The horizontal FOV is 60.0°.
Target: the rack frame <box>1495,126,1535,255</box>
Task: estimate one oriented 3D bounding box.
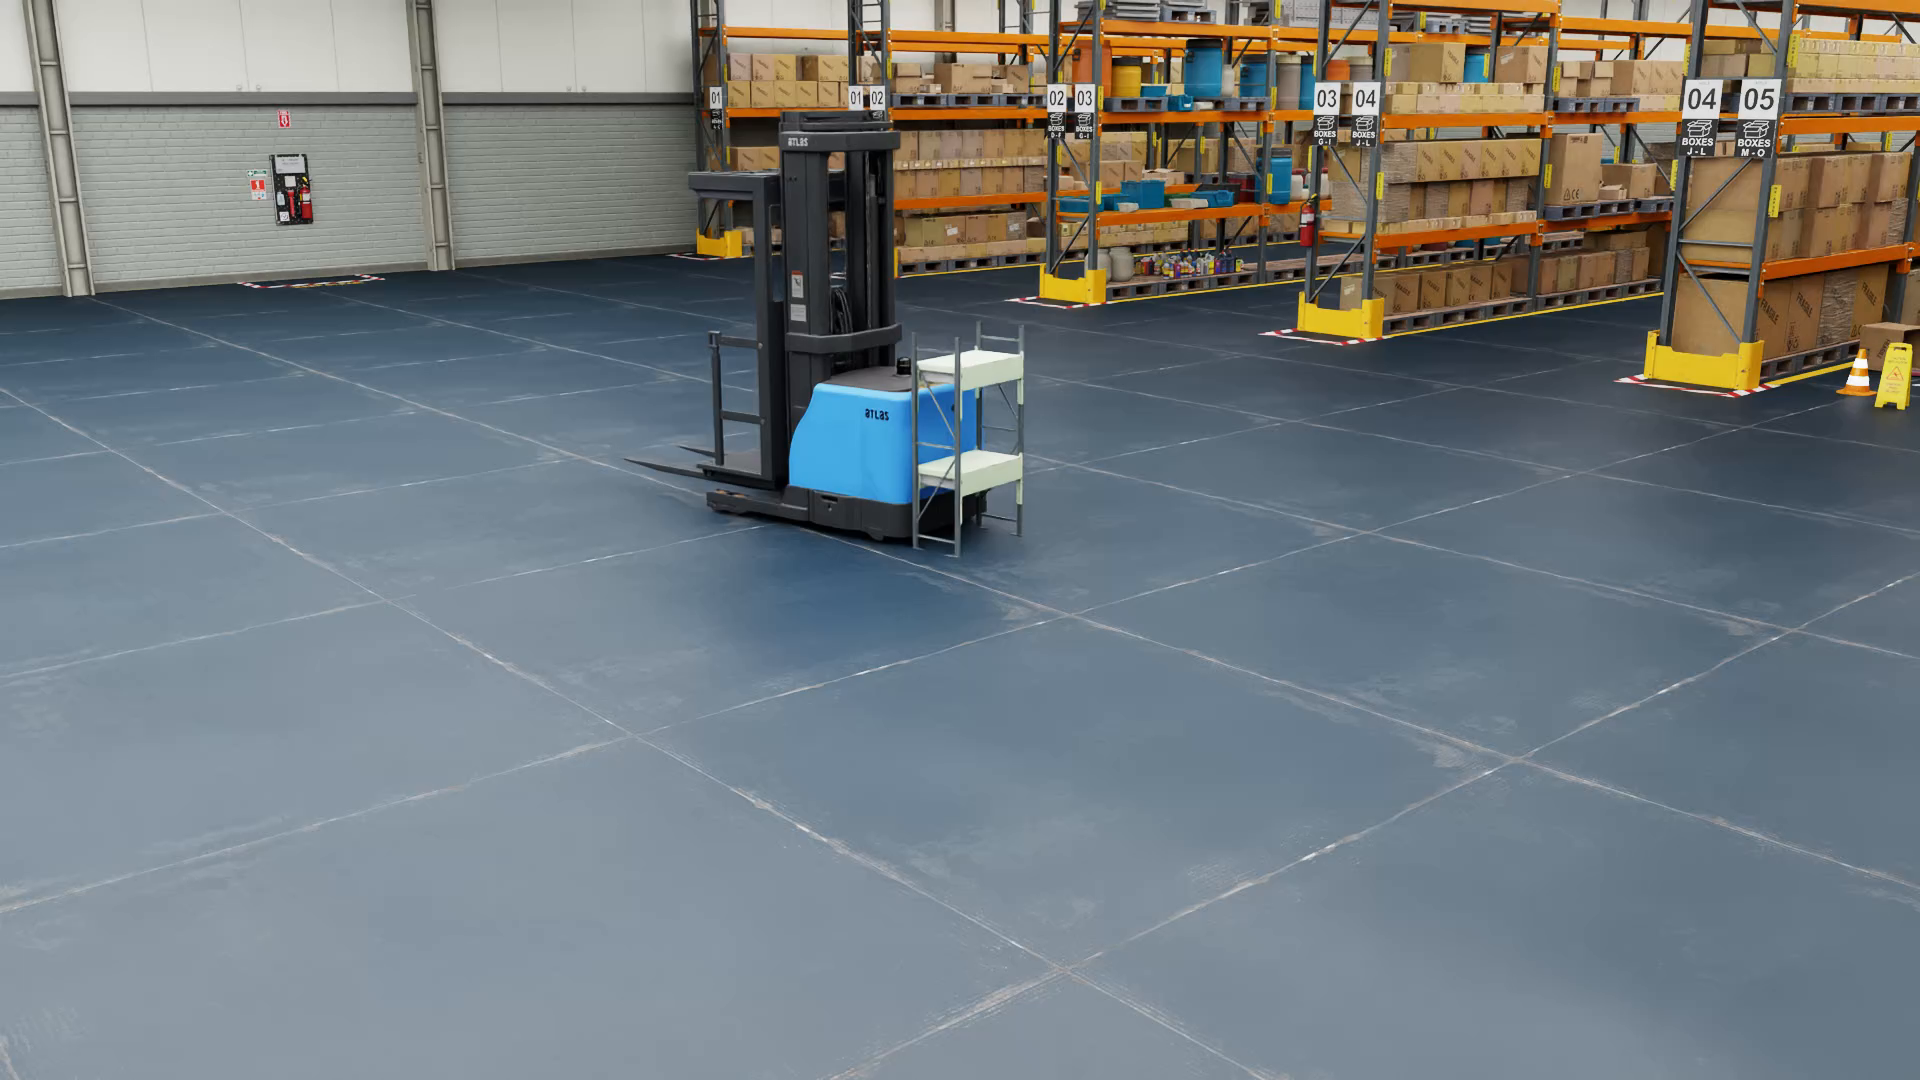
[{"bbox_3d":[10.754,-7.166,32.765,0.127,3.000,1.000,-13,19,-39],"label":"rack frame"}]

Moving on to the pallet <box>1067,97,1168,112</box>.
[{"bbox_3d":[2.390,-6.612,25.245,1.213,0.211,1.003,-13,19,-39],"label":"pallet"}]

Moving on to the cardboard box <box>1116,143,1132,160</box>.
[{"bbox_3d":[3.690,-9.081,39.124,0.500,0.500,0.500,-12,19,-39],"label":"cardboard box"}]

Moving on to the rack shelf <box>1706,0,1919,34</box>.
[{"bbox_3d":[9.642,-5.883,18.504,4.000,0.370,1.077,-13,19,-39],"label":"rack shelf"}]

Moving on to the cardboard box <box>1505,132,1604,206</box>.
[{"bbox_3d":[8.662,-5.447,24.352,1.000,1.000,1.000,-12,19,-39],"label":"cardboard box"}]

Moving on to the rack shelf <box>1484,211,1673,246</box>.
[{"bbox_3d":[9.479,-4.838,25.443,4.000,0.370,1.077,-13,19,-39],"label":"rack shelf"}]

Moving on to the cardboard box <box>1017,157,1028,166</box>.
[{"bbox_3d":[1.022,-6.963,30.555,0.250,0.149,0.380,-13,20,-41],"label":"cardboard box"}]

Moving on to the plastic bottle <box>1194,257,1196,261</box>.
[{"bbox_3d":[3.839,-4.452,27.017,0.133,0.283,0.061,-13,19,-39],"label":"plastic bottle"}]

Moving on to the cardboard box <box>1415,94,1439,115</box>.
[{"bbox_3d":[5.871,-5.665,21.626,0.500,0.250,0.500,-13,20,-41],"label":"cardboard box"}]

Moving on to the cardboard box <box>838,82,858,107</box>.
[{"bbox_3d":[-2.393,-9.030,33.697,0.500,0.500,0.500,14,20,42],"label":"cardboard box"}]

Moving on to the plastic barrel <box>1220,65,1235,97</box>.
[{"bbox_3d":[4.266,-7.482,27.106,0.421,0.512,0.421,0,15,0],"label":"plastic barrel"}]

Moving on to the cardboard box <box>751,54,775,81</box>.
[{"bbox_3d":[-3.940,-9.145,32.192,0.500,0.500,0.500,-13,20,-40],"label":"cardboard box"}]

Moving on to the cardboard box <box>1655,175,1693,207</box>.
[{"bbox_3d":[11.534,-5.602,26.715,0.500,0.500,0.500,-12,19,-38],"label":"cardboard box"}]

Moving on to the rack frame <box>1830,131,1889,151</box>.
[{"bbox_3d":[17.023,-6.879,31.692,0.127,3.000,1.000,-13,19,-39],"label":"rack frame"}]

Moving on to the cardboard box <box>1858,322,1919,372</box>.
[{"bbox_3d":[10.653,-2.195,18.992,0.500,0.500,0.500,-9,17,-30],"label":"cardboard box"}]

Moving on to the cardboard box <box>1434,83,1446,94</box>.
[{"bbox_3d":[6.120,-5.904,21.747,0.250,0.149,0.380,-13,20,-40],"label":"cardboard box"}]

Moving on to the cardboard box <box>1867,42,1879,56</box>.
[{"bbox_3d":[9.938,-5.447,18.450,0.250,0.149,0.380,-12,19,-39],"label":"cardboard box"}]

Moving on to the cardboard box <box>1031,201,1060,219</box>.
[{"bbox_3d":[1.874,-7.680,38.043,0.750,0.750,0.750,-13,20,-40],"label":"cardboard box"}]

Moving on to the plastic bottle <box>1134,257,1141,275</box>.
[{"bbox_3d":[2.876,-4.453,27.020,0.133,0.283,0.061,-12,19,-38],"label":"plastic bottle"}]

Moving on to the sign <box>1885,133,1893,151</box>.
[{"bbox_3d":[17.369,-7.445,31.108,0.005,0.325,0.100,-13,19,-39],"label":"sign"}]

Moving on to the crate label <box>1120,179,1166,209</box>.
[{"bbox_3d":[2.913,-5.515,26.514,0.616,0.435,0.502,-13,19,-39],"label":"crate label"}]

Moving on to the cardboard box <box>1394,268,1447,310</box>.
[{"bbox_3d":[6.348,-3.477,22.984,0.500,0.500,0.500,-10,18,-34],"label":"cardboard box"}]

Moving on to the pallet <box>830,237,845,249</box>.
[{"bbox_3d":[-2.267,-6.272,34.820,1.213,0.211,1.003,-13,19,-39],"label":"pallet"}]

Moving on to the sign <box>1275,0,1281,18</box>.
[{"bbox_3d":[5.072,-8.499,26.536,0.005,0.325,0.100,-13,19,-39],"label":"sign"}]

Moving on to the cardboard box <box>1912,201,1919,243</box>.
[{"bbox_3d":[11.724,-3.949,20.527,0.500,0.500,0.500,-12,19,-39],"label":"cardboard box"}]

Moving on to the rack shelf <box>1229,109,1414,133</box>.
[{"bbox_3d":[6.228,-7.251,28.665,4.000,0.370,1.077,-13,19,-39],"label":"rack shelf"}]

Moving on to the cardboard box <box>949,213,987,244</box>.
[{"bbox_3d":[0.137,-5.636,30.098,0.500,0.500,0.500,-13,19,-39],"label":"cardboard box"}]

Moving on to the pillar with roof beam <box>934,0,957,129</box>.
[{"bbox_3d":[2.511,-10.425,33.343,0.400,9.000,9.100,-13,19,-39],"label":"pillar with roof beam"}]

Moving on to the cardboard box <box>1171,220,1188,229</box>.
[{"bbox_3d":[4.255,-6.462,33.557,0.500,0.311,0.500,-12,19,-38],"label":"cardboard box"}]

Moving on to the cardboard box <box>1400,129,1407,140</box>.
[{"bbox_3d":[9.987,-9.125,37.969,0.500,0.500,0.500,-12,19,-38],"label":"cardboard box"}]

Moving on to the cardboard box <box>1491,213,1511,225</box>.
[{"bbox_3d":[7.463,-4.496,23.257,0.250,0.149,0.380,-13,19,-39],"label":"cardboard box"}]

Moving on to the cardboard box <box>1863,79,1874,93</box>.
[{"bbox_3d":[9.935,-5.060,18.548,0.250,0.149,0.380,-13,20,-40],"label":"cardboard box"}]

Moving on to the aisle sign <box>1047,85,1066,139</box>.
[{"bbox_3d":[1.453,-6.435,24.990,0.004,0.787,0.394,-13,19,-39],"label":"aisle sign"}]

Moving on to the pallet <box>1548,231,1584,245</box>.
[{"bbox_3d":[13.124,-6.364,35.167,1.213,0.211,1.003,-13,19,-39],"label":"pallet"}]

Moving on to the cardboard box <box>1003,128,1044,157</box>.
[{"bbox_3d":[1.140,-7.374,30.837,0.500,0.500,0.700,-13,19,-39],"label":"cardboard box"}]

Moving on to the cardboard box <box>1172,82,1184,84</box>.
[{"bbox_3d":[4.795,-9.031,33.742,0.500,0.500,0.910,-13,19,-39],"label":"cardboard box"}]

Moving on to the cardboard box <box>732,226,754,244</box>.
[{"bbox_3d":[-4.220,-6.075,33.038,0.500,0.311,0.500,13,20,41],"label":"cardboard box"}]

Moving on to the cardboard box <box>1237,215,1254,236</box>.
[{"bbox_3d":[5.792,-6.653,34.837,0.500,0.500,0.500,-13,20,-40],"label":"cardboard box"}]

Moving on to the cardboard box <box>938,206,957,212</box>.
[{"bbox_3d":[-0.471,-7.048,36.315,0.500,0.500,0.700,-12,19,-39],"label":"cardboard box"}]

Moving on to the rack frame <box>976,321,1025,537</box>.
[{"bbox_3d":[0.281,-0.782,11.771,0.400,1.500,0.023,11,19,36],"label":"rack frame"}]

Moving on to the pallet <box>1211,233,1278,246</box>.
[{"bbox_3d":[5.996,-6.431,35.416,1.213,0.211,1.003,-13,19,-39],"label":"pallet"}]

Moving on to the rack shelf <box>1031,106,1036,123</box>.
[{"bbox_3d":[2.742,-9.857,38.423,4.000,0.370,1.077,-13,19,-39],"label":"rack shelf"}]

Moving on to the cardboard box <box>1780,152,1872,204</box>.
[{"bbox_3d":[10.013,-4.222,19.359,0.550,0.550,0.875,-13,19,-39],"label":"cardboard box"}]

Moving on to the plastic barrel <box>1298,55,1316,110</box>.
[{"bbox_3d":[5.947,-7.852,28.550,0.708,0.901,0.600,-13,19,-39],"label":"plastic barrel"}]

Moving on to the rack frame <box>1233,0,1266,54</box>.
[{"bbox_3d":[7.269,-12.671,41.748,0.127,3.000,1.000,-13,19,-39],"label":"rack frame"}]

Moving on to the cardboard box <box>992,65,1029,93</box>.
[{"bbox_3d":[0.918,-8.510,30.704,0.500,0.500,0.500,-11,18,-35],"label":"cardboard box"}]

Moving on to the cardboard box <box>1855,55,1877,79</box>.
[{"bbox_3d":[9.807,-5.246,18.472,0.500,0.250,0.500,-13,20,-40],"label":"cardboard box"}]

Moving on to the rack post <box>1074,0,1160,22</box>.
[{"bbox_3d":[2.356,-7.893,24.831,0.954,0.300,0.937,-10,18,-33],"label":"rack post"}]

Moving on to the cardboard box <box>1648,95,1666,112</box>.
[{"bbox_3d":[10.425,-6.686,25.446,0.500,0.250,0.500,-13,20,-40],"label":"cardboard box"}]

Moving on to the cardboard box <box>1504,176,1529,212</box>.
[{"bbox_3d":[7.591,-4.974,23.790,0.500,0.500,0.875,-13,19,-39],"label":"cardboard box"}]

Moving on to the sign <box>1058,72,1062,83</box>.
[{"bbox_3d":[1.836,-8.405,30.436,0.005,0.325,0.100,-13,19,-39],"label":"sign"}]

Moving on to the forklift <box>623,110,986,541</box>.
[{"bbox_3d":[-1.291,-1.691,12.400,3.031,2.935,1.130,11,18,35],"label":"forklift"}]

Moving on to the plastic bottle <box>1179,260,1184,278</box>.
[{"bbox_3d":[3.533,-4.332,26.590,0.097,0.271,0.097,0,15,0],"label":"plastic bottle"}]

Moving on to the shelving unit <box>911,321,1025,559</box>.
[{"bbox_3d":[0.060,-0.707,11.489,0.431,1.500,0.755,11,19,36],"label":"shelving unit"}]

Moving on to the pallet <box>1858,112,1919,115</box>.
[{"bbox_3d":[11.810,-5.385,20.657,1.217,0.209,0.805,-14,20,-42],"label":"pallet"}]

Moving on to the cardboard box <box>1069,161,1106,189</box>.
[{"bbox_3d":[2.458,-7.040,32.100,0.500,0.500,0.500,-11,18,-35],"label":"cardboard box"}]

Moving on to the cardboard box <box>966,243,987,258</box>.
[{"bbox_3d":[0.136,-5.274,30.196,0.500,0.250,0.500,-13,19,-39],"label":"cardboard box"}]
